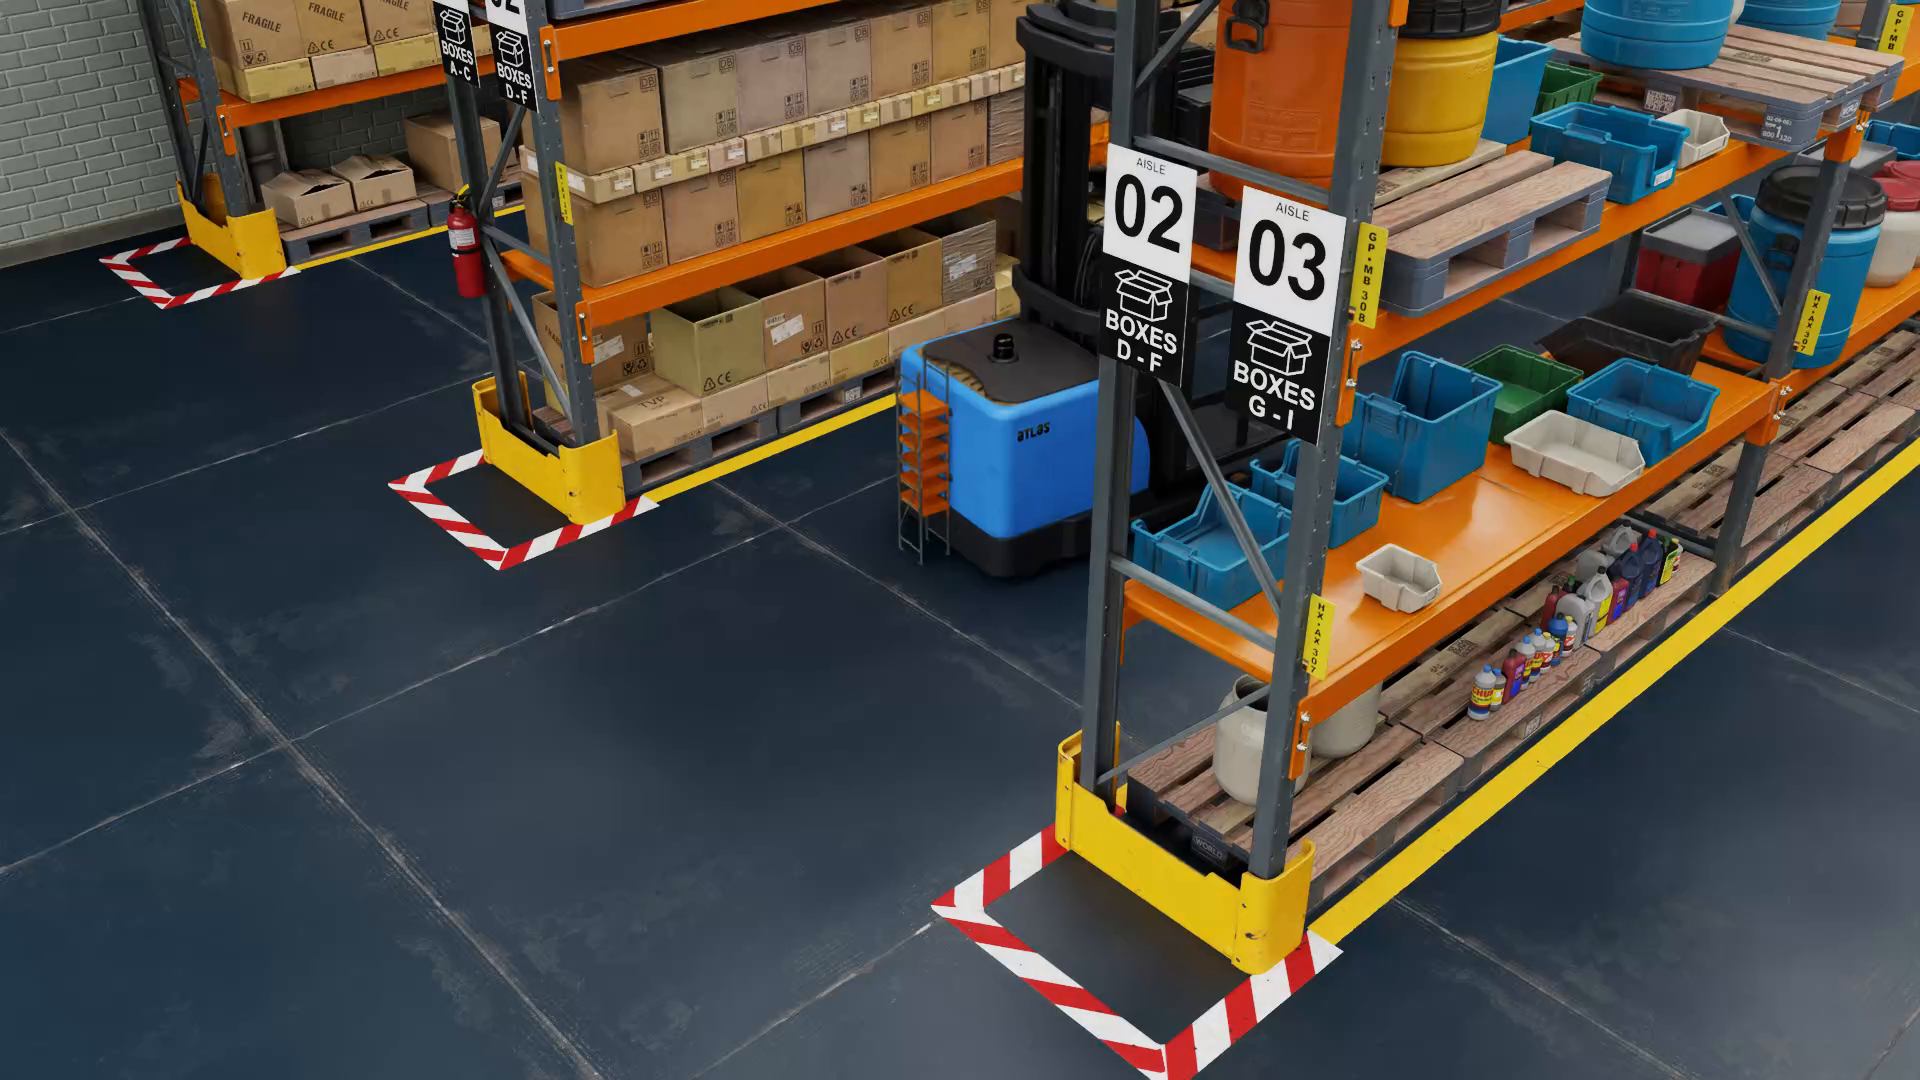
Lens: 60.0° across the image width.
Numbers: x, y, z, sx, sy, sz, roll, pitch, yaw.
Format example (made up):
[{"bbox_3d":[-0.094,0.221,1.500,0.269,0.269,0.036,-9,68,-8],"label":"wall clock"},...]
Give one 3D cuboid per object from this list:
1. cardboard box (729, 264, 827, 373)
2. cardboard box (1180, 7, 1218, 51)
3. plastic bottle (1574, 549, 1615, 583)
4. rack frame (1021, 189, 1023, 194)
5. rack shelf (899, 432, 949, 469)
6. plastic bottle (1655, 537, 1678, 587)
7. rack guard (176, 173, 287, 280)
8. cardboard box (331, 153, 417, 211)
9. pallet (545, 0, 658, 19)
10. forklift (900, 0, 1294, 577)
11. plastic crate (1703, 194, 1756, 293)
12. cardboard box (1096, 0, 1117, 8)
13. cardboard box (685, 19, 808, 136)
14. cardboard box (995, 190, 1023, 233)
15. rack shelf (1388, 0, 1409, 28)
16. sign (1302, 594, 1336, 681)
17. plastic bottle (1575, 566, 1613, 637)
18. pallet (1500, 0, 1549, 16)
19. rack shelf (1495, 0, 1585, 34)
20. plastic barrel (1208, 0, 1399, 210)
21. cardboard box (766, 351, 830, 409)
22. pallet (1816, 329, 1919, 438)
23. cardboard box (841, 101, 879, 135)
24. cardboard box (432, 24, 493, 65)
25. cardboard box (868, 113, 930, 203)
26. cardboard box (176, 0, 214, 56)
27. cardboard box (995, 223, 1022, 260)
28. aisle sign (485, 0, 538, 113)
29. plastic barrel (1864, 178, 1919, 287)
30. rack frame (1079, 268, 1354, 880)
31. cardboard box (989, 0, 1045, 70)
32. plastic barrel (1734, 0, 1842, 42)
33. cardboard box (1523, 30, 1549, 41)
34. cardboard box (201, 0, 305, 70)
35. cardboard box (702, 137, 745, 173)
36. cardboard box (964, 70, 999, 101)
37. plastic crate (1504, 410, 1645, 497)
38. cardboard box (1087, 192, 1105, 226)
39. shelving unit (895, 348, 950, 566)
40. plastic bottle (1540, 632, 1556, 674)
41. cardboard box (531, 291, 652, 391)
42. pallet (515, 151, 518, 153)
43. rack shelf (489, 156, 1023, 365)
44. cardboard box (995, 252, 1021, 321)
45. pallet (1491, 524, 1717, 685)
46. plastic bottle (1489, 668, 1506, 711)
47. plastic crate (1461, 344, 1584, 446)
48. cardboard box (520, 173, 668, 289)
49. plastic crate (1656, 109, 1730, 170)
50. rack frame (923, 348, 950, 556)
[{"bbox_3d":[-1.201,-1.437,10.573,0.500,0.500,0.500,-26,40,-35],"label":"cardboard box"},{"bbox_3d":[1.792,-3.738,12.725,0.500,0.500,0.500,-26,40,-35],"label":"cardboard box"},{"bbox_3d":[3.293,0.165,8.628,0.135,0.276,0.152,-26,40,-35],"label":"plastic bottle"},{"bbox_3d":[0.464,-3.064,11.720,0.127,3.000,1.000,-26,40,-35],"label":"rack frame"},{"bbox_3d":[-0.204,-0.508,9.120,0.180,0.103,0.258,-20,37,-29],"label":"rack shelf"},{"bbox_3d":[3.701,0.100,8.728,0.133,0.283,0.061,-24,39,-33],"label":"plastic bottle"},{"bbox_3d":[-5.784,-2.500,13.193,0.348,0.500,1.175,-26,40,-35],"label":"rack guard"},{"bbox_3d":[-4.853,-2.993,13.759,0.500,0.311,0.500,-22,38,-32],"label":"cardboard box"},{"bbox_3d":[-1.933,-3.128,9.034,1.213,0.211,1.003,-26,40,-35],"label":"pallet"},{"bbox_3d":[1.158,-1.635,9.449,3.031,2.935,1.130,-20,37,-29],"label":"forklift"},{"bbox_3d":[4.426,-1.671,9.458,0.575,0.384,0.392,-26,40,-35],"label":"plastic crate"},{"bbox_3d":[1.301,-6.158,18.437,0.750,0.750,0.750,-26,40,-36],"label":"cardboard box"},{"bbox_3d":[-1.328,-2.789,9.930,0.500,0.500,0.700,-26,40,-35],"label":"cardboard box"},{"bbox_3d":[0.566,-2.563,12.596,0.500,0.311,0.500,-26,40,-35],"label":"cardboard box"},{"bbox_3d":[2.363,-2.540,6.186,4.000,0.370,1.077,-26,40,-35],"label":"rack shelf"},{"bbox_3d":[1.267,0.345,5.880,0.005,0.325,0.100,-26,40,-35],"label":"sign"},{"bbox_3d":[3.175,0.296,8.343,0.185,0.351,0.144,-26,40,-36],"label":"plastic bottle"},{"bbox_3d":[4.820,-5.093,15.221,1.213,0.211,1.003,-26,40,-35],"label":"pallet"},{"bbox_3d":[4.864,-4.885,15.388,4.000,0.370,1.077,-26,40,-35],"label":"rack shelf"},{"bbox_3d":[1.166,-1.612,5.656,0.708,0.830,0.600,-26,40,-35],"label":"plastic barrel"},{"bbox_3d":[-1.194,-1.113,10.762,0.500,0.250,0.500,-26,40,-35],"label":"cardboard box"},{"bbox_3d":[6.168,-1.137,11.242,1.213,0.211,1.003,-26,40,-35],"label":"pallet"},{"bbox_3d":[-0.715,-2.660,10.342,0.250,0.149,0.380,-24,39,-34],"label":"cardboard box"},{"bbox_3d":[-4.145,-4.082,13.509,0.500,0.250,0.500,-25,40,-35],"label":"cardboard box"},{"bbox_3d":[-0.610,-2.581,10.834,0.500,0.500,0.700,-25,39,-35],"label":"cardboard box"},{"bbox_3d":[-5.639,-4.052,12.741,0.500,0.500,0.500,-26,40,-36],"label":"cardboard box"},{"bbox_3d":[0.571,-2.328,12.750,0.500,0.250,0.500,-26,40,-36],"label":"cardboard box"},{"bbox_3d":[-2.309,-2.614,8.492,0.004,0.787,0.394,-26,40,-35],"label":"aisle sign"},{"bbox_3d":[5.218,-1.742,9.427,0.433,0.535,0.433,0,31,0],"label":"plastic barrel"},{"bbox_3d":[0.896,0.251,6.299,0.127,3.000,1.000,-26,40,-35],"label":"rack frame"},{"bbox_3d":[0.143,-3.501,11.094,0.500,0.500,0.700,-26,40,-35],"label":"cardboard box"},{"bbox_3d":[4.054,-2.925,8.137,0.708,0.901,0.600,-26,40,-35],"label":"plastic barrel"},{"bbox_3d":[5.426,-4.751,16.454,0.500,0.500,0.500,-25,39,-35],"label":"cardboard box"},{"bbox_3d":[-5.286,-3.858,12.424,0.500,0.500,0.500,-26,40,-35],"label":"cardboard box"},{"bbox_3d":[-1.473,-2.293,9.741,0.250,0.149,0.380,-27,40,-36],"label":"cardboard box"},{"bbox_3d":[0.037,-3.024,10.937,0.250,0.149,0.380,-27,41,-37],"label":"cardboard box"},{"bbox_3d":[2.811,-0.383,7.588,0.437,0.136,0.530,-26,40,-35],"label":"plastic crate"},{"bbox_3d":[0.936,-2.361,12.266,0.500,0.311,0.500,-26,40,-35],"label":"cardboard box"},{"bbox_3d":[-0.204,-0.443,9.159,0.189,1.200,0.258,-20,37,-29],"label":"shelving unit"},{"bbox_3d":[2.835,0.541,8.085,0.097,0.201,0.097,0,31,0],"label":"plastic bottle"},{"bbox_3d":[-2.278,-1.275,10.309,0.500,0.500,0.500,-26,40,-35],"label":"cardboard box"},{"bbox_3d":[-3.375,-3.516,15.133,1.213,0.211,1.003,-26,40,-35],"label":"pallet"},{"bbox_3d":[-1.003,-2.048,10.748,4.000,0.370,1.077,-26,40,-35],"label":"rack shelf"},{"bbox_3d":[0.272,-1.822,11.922,0.500,0.250,0.500,-26,40,-35],"label":"cardboard box"},{"bbox_3d":[3.308,0.244,8.983,1.213,0.211,1.003,-26,40,-35],"label":"pallet"},{"bbox_3d":[2.513,0.696,7.831,0.097,0.201,0.097,0,31,0],"label":"plastic bottle"},{"bbox_3d":[2.642,-0.704,8.064,0.662,0.188,0.450,-26,40,-35],"label":"plastic crate"},{"bbox_3d":[-2.118,-1.849,9.637,0.500,0.500,0.700,-26,40,-35],"label":"cardboard box"},{"bbox_3d":[2.927,-1.611,6.721,0.396,0.136,0.243,-26,40,-35],"label":"plastic crate"},{"bbox_3d":[-0.129,-0.470,9.203,0.006,1.200,0.240,-20,37,-29],"label":"rack frame"}]
